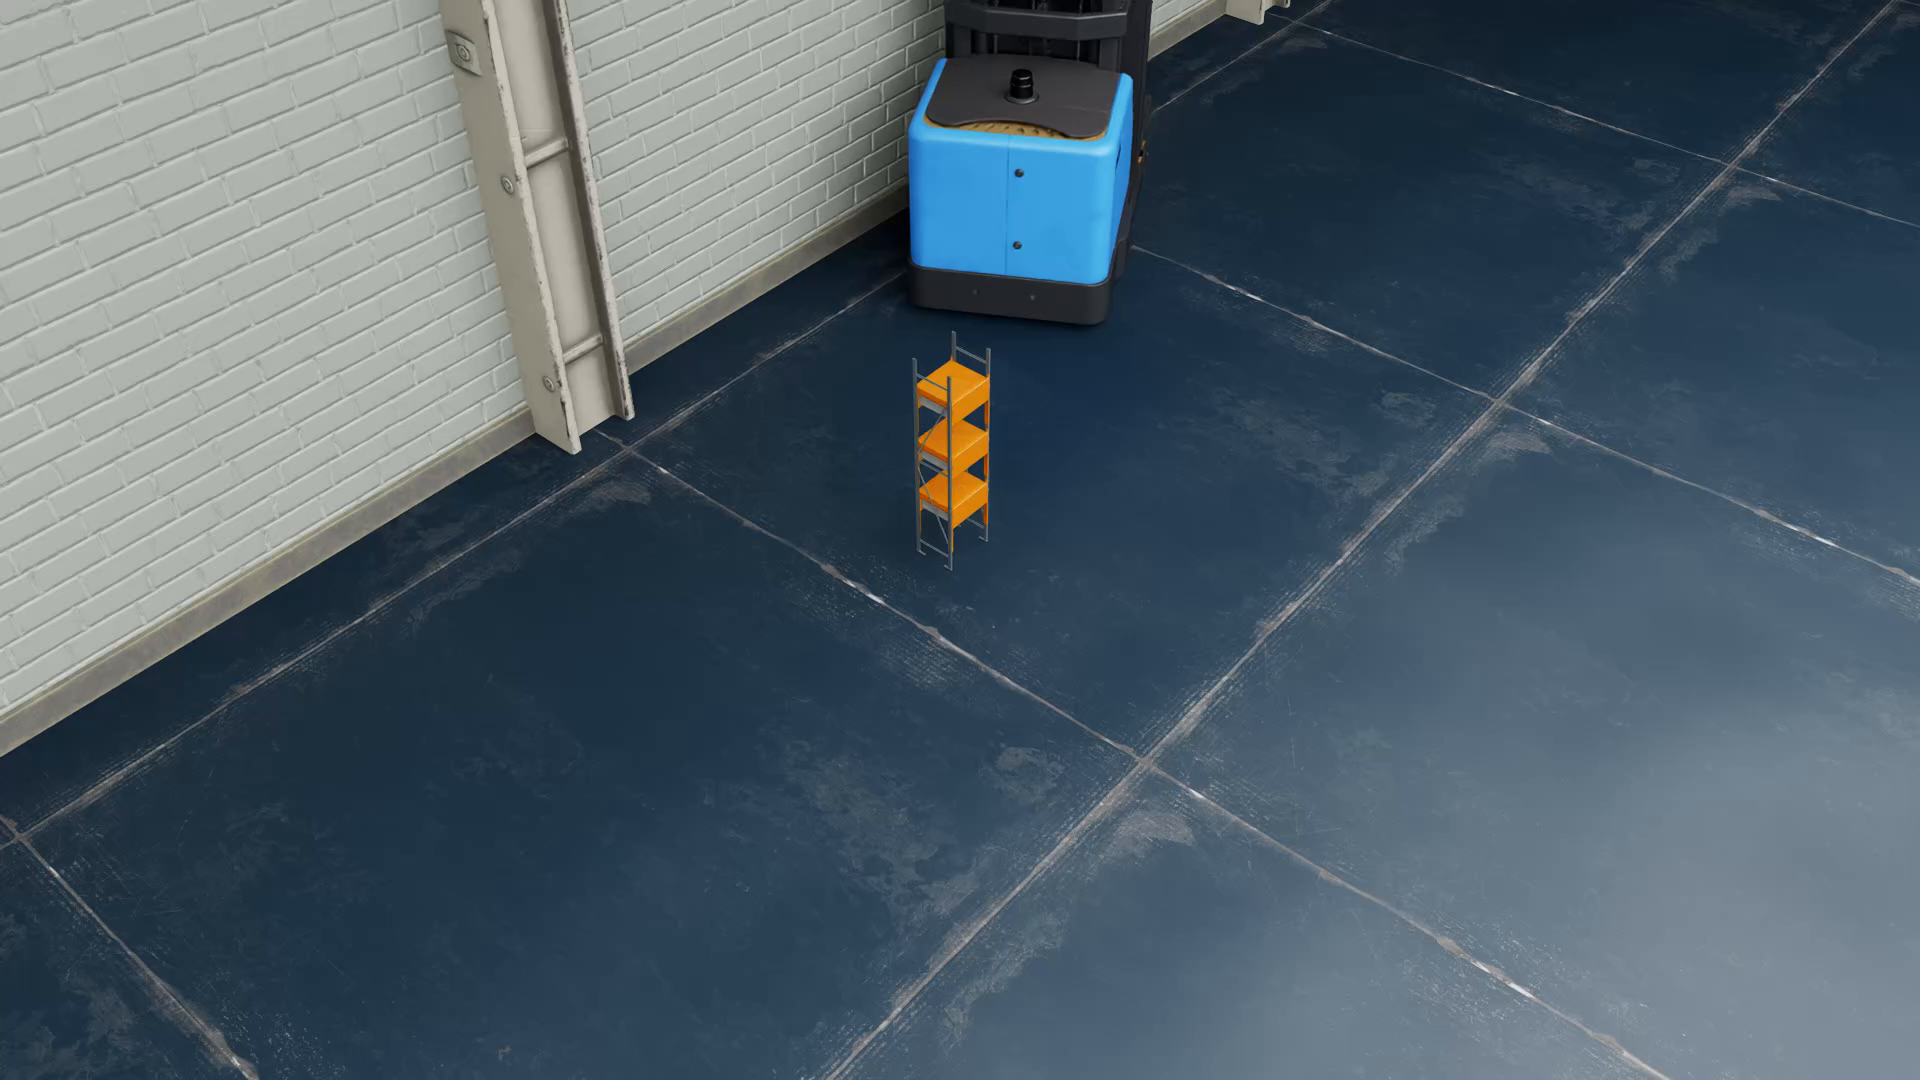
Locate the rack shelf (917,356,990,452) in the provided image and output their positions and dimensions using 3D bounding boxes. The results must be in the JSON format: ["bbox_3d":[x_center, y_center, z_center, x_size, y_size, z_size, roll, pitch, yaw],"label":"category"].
[{"bbox_3d":[-0.034,-0.563,6.865,0.215,0.259,0.240,29,50,28],"label":"rack shelf"}]

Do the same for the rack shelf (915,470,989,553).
[{"bbox_3d":[-0.034,-0.147,7.243,0.215,0.259,0.240,29,50,28],"label":"rack shelf"}]

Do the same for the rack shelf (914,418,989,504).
[{"bbox_3d":[-0.034,-0.353,7.056,0.215,0.259,0.240,29,50,28],"label":"rack shelf"}]

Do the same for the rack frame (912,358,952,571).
[{"bbox_3d":[-0.113,-0.298,6.980,0.200,1.050,0.008,29,50,28],"label":"rack frame"}]

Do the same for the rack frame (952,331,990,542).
[{"bbox_3d":[0.044,-0.424,7.118,0.200,1.050,0.008,29,50,28],"label":"rack frame"}]

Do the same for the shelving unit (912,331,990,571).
[{"bbox_3d":[-0.034,-0.361,7.049,0.215,1.050,0.252,29,50,28],"label":"shelving unit"}]

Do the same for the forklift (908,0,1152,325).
[{"bbox_3d":[0.510,-3.191,8.763,1.130,2.935,3.031,7,43,8],"label":"forklift"}]

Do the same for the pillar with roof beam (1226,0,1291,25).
[{"bbox_3d":[5.333,-5.126,6.381,9.100,9.000,0.400,29,50,28],"label":"pillar with roof beam"}]

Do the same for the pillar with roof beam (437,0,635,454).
[{"bbox_3d":[1.472,-2.037,2.983,9.100,9.000,0.400,29,50,28],"label":"pillar with roof beam"}]
